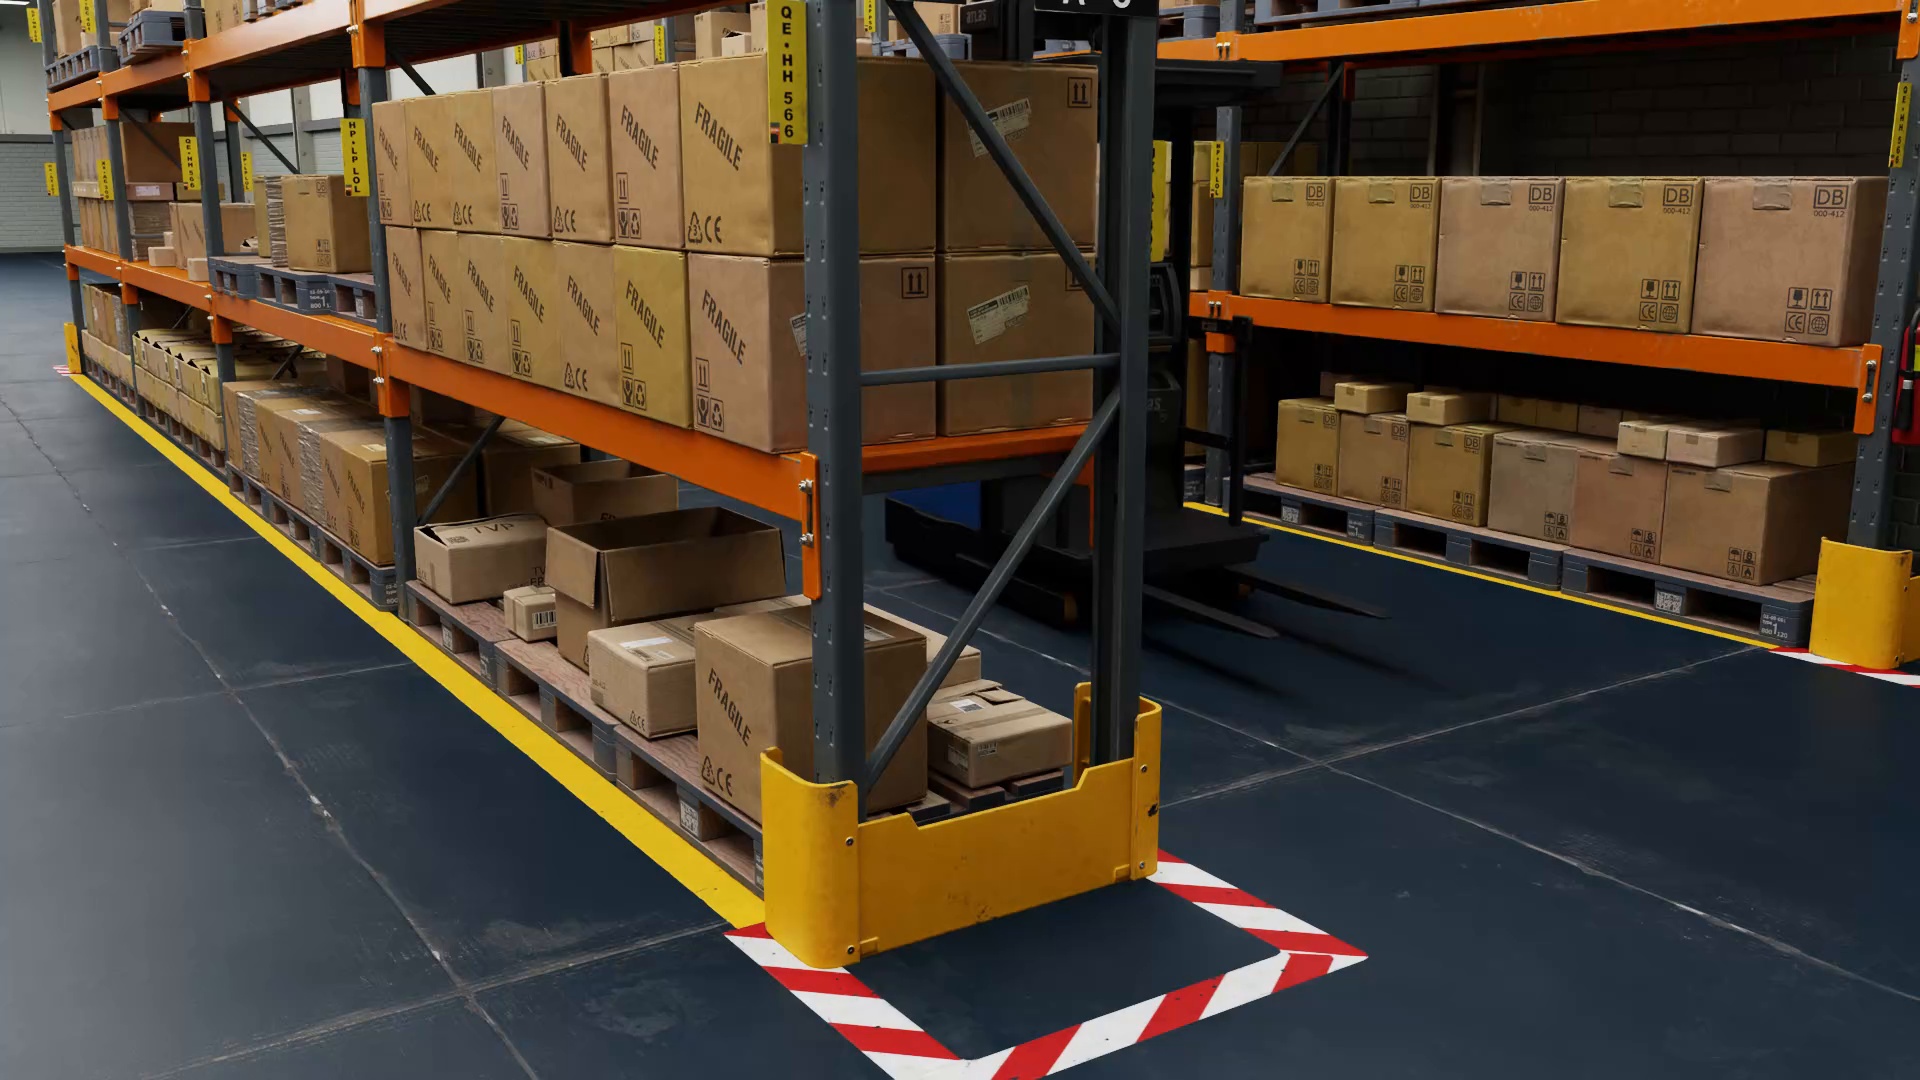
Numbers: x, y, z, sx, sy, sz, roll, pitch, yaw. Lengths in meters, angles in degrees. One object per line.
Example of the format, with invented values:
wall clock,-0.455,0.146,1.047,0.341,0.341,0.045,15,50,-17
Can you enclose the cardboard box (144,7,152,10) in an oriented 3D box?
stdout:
cardboard box,-5.940,-3.961,12.800,0.500,0.250,0.500,-10,16,-38

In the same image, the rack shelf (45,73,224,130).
rack shelf,-7.688,-4.041,15.484,1.077,0.370,4.000,-8,15,-33

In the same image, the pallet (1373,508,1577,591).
pallet,3.010,-0.012,8.923,1.003,0.211,1.213,-8,15,-33

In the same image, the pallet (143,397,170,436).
pallet,-6.140,-1.083,13.821,1.003,0.211,1.213,-8,15,-33

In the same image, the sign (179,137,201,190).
sign,-4.824,-2.360,10.421,0.100,0.325,0.005,-8,15,-33

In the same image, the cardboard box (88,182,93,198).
cardboard box,-8.043,-3.325,15.792,0.380,0.149,0.250,-8,15,-33

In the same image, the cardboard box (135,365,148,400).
cardboard box,-6.563,-1.333,13.888,0.500,0.250,0.500,-9,15,-34

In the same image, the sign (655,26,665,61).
sign,-2.906,-4.811,16.109,0.100,0.325,0.005,-8,15,-33

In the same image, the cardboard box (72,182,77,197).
cardboard box,-8.758,-3.554,16.838,0.380,0.149,0.250,-8,15,-33

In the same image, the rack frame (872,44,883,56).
rack frame,-0.242,-2.447,13.532,1.000,3.000,0.127,-8,15,-33

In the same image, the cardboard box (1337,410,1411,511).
cardboard box,2.579,-0.485,9.427,0.700,0.500,0.500,-8,15,-33

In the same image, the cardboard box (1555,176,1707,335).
cardboard box,3.487,-1.389,7.989,0.980,0.700,0.700,-8,15,-33

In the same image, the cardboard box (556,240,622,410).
cardboard box,-0.969,-0.715,5.377,0.500,0.500,0.500,-8,15,-32

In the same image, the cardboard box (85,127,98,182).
cardboard box,-7.943,-3.689,15.941,0.700,0.500,0.500,-8,15,-33

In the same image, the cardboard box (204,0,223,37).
cardboard box,-4.094,-3.301,10.180,0.910,0.500,0.500,-8,15,-33

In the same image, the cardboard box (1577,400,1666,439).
cardboard box,3.394,-0.619,8.522,0.380,0.149,0.250,-8,15,-32

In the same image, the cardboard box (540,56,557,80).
cardboard box,-4.430,-5.205,18.842,0.500,0.500,0.500,-7,14,-29

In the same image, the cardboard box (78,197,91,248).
cardboard box,-8.548,-3.248,16.957,0.700,0.500,0.500,-8,15,-33

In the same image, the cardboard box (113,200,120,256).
cardboard box,-7.129,-2.792,14.873,0.700,0.500,0.500,-8,15,-33

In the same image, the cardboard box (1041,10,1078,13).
cardboard box,0.991,-3.823,11.536,0.700,0.500,0.500,-8,15,-33

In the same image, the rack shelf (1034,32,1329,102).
rack shelf,0.866,-3.206,11.662,1.077,0.370,4.000,-8,15,-33

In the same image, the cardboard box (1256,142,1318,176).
cardboard box,1.936,-2.419,10.669,0.500,0.250,0.500,-8,14,-31

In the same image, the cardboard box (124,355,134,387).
cardboard box,-7.019,-1.490,14.609,0.500,0.250,0.500,-8,15,-33

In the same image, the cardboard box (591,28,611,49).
cardboard box,-3.572,-5.416,17.465,0.500,0.500,0.500,-9,15,-35

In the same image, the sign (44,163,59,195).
sign,-9.262,-3.680,16.957,0.100,0.325,0.005,-8,15,-33

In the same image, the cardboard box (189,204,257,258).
cardboard box,-5.307,-2.206,12.193,0.500,0.500,0.500,-9,15,-36

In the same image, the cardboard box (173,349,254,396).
cardboard box,-5.430,-1.242,12.161,0.500,0.311,0.500,-8,15,-33

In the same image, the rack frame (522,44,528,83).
rack frame,-4.675,-6.801,19.397,1.000,3.000,0.127,-8,15,-33

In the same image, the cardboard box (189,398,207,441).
cardboard box,-5.147,-0.878,11.810,0.500,0.250,0.500,-8,15,-33

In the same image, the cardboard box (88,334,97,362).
cardboard box,-8.404,-1.935,16.642,0.500,0.250,0.500,-8,15,-33

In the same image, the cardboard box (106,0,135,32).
cardboard box,-7.388,-4.669,15.117,0.797,0.503,0.637,-6,14,-27

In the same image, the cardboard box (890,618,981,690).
cardboard box,-0.274,0.471,5.591,0.500,0.250,0.500,-8,15,-33

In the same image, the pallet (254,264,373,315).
pallet,-3.283,-1.421,9.289,1.003,0.211,1.213,-8,15,-33

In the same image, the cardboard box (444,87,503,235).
cardboard box,-1.550,-1.386,6.104,0.500,0.500,0.500,-9,15,-34

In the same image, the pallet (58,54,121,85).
pallet,-7.746,-4.359,15.461,1.003,0.211,1.213,-8,15,-33

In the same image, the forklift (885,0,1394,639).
forklift,0.760,-1.145,7.739,1.130,2.935,3.031,-7,14,-29

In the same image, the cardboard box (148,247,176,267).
cardboard box,-6.259,-2.267,13.296,0.380,0.149,0.250,-8,15,-33

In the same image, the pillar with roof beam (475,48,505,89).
pillar with roof beam,-10.475,-7.336,21.846,9.100,9.000,0.400,-8,15,-33

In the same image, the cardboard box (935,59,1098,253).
cardboard box,0.042,-1.085,4.728,0.500,0.500,0.500,-8,14,-31

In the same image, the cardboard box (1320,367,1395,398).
cardboard box,2.388,-0.941,9.994,0.380,0.149,0.250,-8,15,-33

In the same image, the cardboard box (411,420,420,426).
cardboard box,-2.788,-0.441,9.178,0.500,0.500,0.500,-8,15,-32

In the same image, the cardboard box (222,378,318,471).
cardboard box,-4.350,-0.739,10.543,0.500,0.500,0.500,-7,14,-30

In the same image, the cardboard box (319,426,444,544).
cardboard box,-2.927,-0.286,8.468,0.500,0.500,0.500,-8,15,-33

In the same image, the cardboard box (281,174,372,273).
cardboard box,-3.178,-1.710,8.943,0.500,0.500,0.700,11,16,41

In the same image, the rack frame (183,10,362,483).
rack frame,-4.364,-1.860,10.848,1.000,3.000,0.127,-8,15,-33

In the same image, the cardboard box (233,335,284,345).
cardboard box,-5.549,-1.489,13.289,0.500,0.311,0.500,-8,15,-33

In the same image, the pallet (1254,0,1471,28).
pallet,2.419,-3.011,9.297,1.003,0.211,1.213,-8,15,-33

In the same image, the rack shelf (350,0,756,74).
rack shelf,-1.040,-1.907,5.725,1.077,0.370,4.000,-8,15,-33

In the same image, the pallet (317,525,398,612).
pallet,-2.630,0.073,8.534,1.003,0.211,1.213,-8,15,-33

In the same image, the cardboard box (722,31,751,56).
cardboard box,-1.881,-4.570,15.441,0.500,0.311,0.500,-8,14,-31

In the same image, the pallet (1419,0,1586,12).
pallet,3.090,-2.795,8.306,1.003,0.211,1.213,-8,15,-33

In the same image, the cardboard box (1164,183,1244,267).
cardboard box,1.508,-1.992,10.473,0.500,0.500,0.500,-8,15,-34

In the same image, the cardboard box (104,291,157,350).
cardboard box,-7.567,-2.035,15.346,0.500,0.500,0.500,-8,15,-33

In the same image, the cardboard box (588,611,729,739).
cardboard box,-0.939,0.451,5.686,0.500,0.250,0.500,-8,15,-33

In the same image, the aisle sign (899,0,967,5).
aisle sign,-0.149,-1.659,3.843,0.394,0.787,0.004,-8,15,-33
